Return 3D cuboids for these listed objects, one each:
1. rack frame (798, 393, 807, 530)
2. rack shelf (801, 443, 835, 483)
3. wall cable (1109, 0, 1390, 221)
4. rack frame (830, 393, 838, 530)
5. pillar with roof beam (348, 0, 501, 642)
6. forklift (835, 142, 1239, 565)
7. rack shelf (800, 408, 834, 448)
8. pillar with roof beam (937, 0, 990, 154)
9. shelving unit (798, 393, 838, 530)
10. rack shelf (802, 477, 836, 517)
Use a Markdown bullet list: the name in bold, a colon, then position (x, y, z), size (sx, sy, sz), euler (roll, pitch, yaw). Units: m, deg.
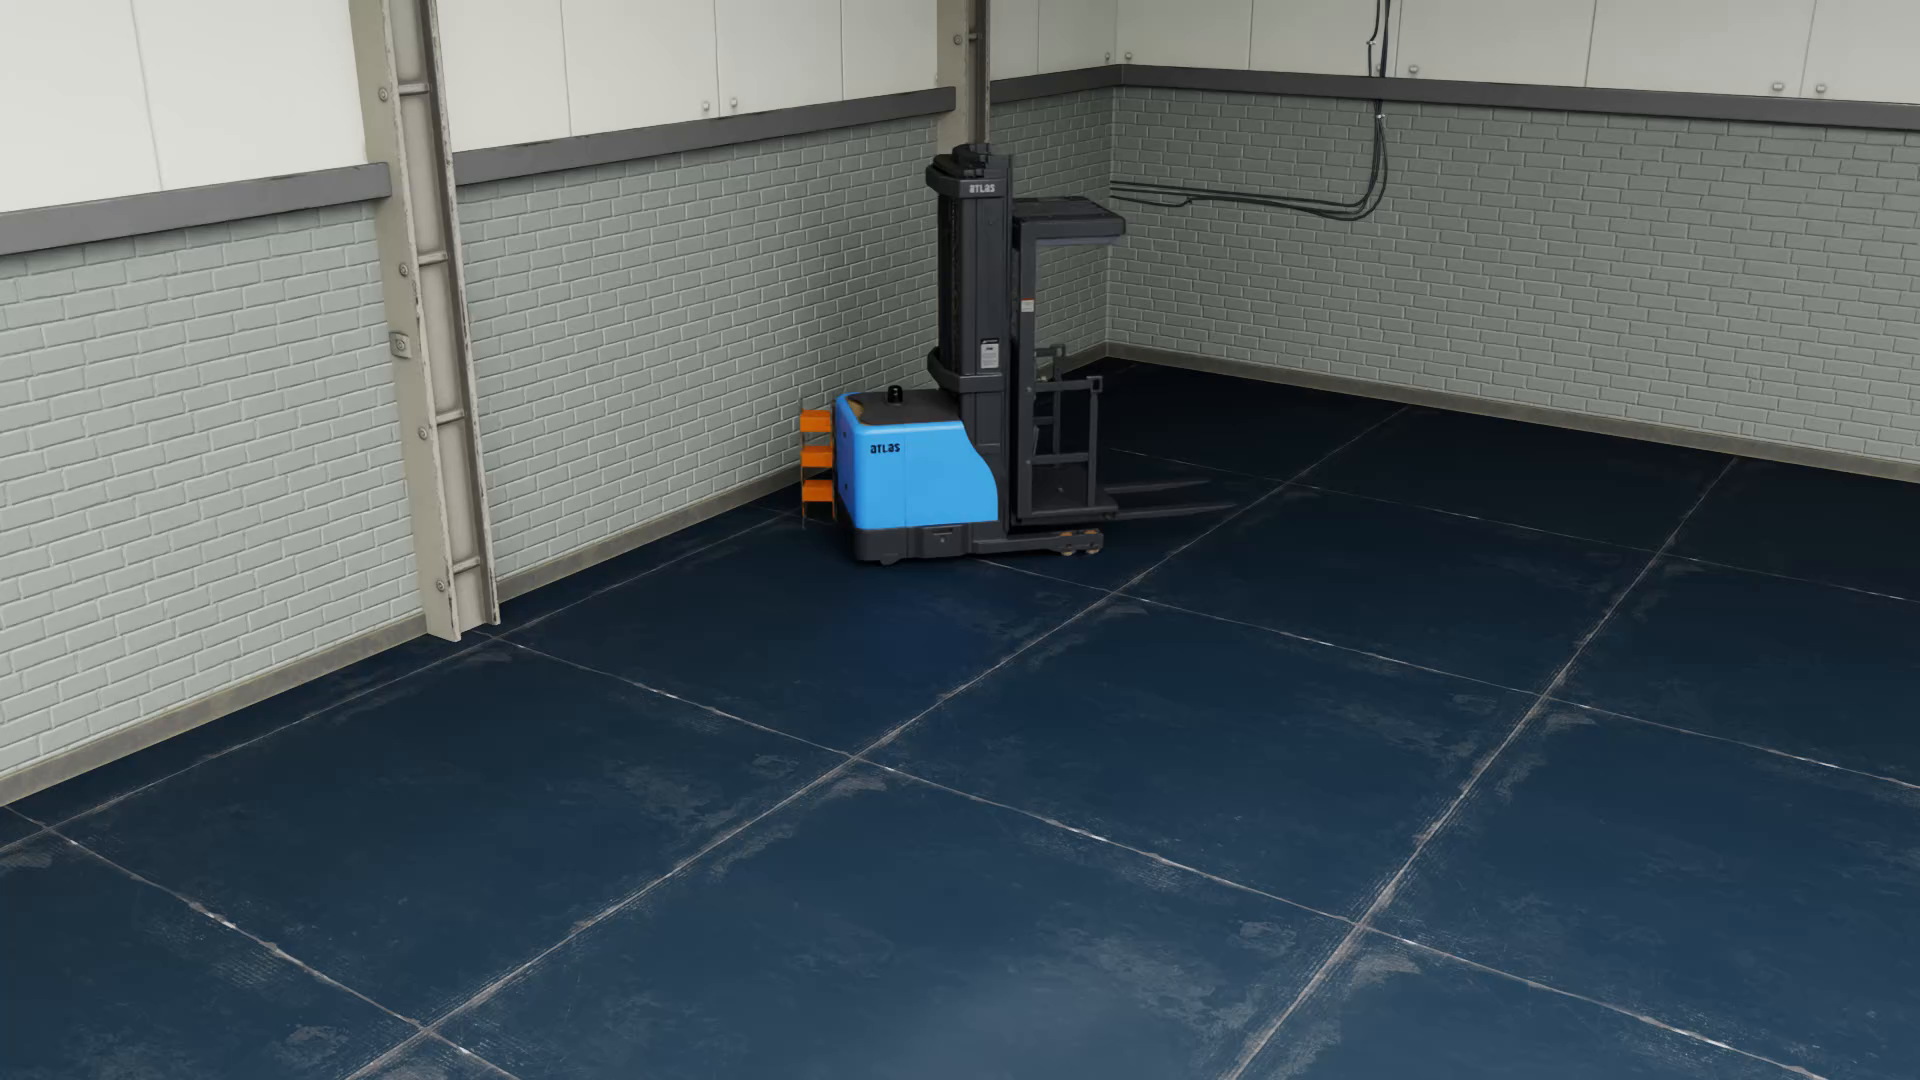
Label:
- **rack frame**: position (-1.219, -0.607, 12.893), size (0.008, 1.050, 0.200), euler (1, 20, 2)
- **rack shelf**: position (-1.097, -0.596, 12.893), size (0.240, 0.259, 0.215), euler (1, 20, 2)
- **wall cable**: position (2.781, -4.487, 16.401), size (3.097, 2.526, 0.112), euler (13, 24, 32)
- **rack frame**: position (-0.975, -0.604, 12.885), size (0.008, 1.050, 0.200), euler (1, 20, 2)
- **pillar with roof beam**: position (0.219, -2.795, 7.350), size (9.100, 9.000, 0.400), euler (13, 24, 32)
- **forklift**: position (0.609, -1.436, 12.423), size (3.031, 2.935, 1.130), euler (-4, 21, -12)
- **rack shelf**: position (-1.097, -0.862, 12.795), size (0.240, 0.259, 0.215), euler (1, 20, 2)
- **pillar with roof beam**: position (3.592, -4.517, 12.004), size (9.100, 9.000, 0.400), euler (13, 24, 32)
- **shelving unit**: position (-1.097, -0.606, 12.889), size (0.252, 1.050, 0.215), euler (1, 20, 2)
- **rack shelf**: position (-1.097, -0.335, 12.989), size (0.240, 0.259, 0.215), euler (1, 20, 2)
